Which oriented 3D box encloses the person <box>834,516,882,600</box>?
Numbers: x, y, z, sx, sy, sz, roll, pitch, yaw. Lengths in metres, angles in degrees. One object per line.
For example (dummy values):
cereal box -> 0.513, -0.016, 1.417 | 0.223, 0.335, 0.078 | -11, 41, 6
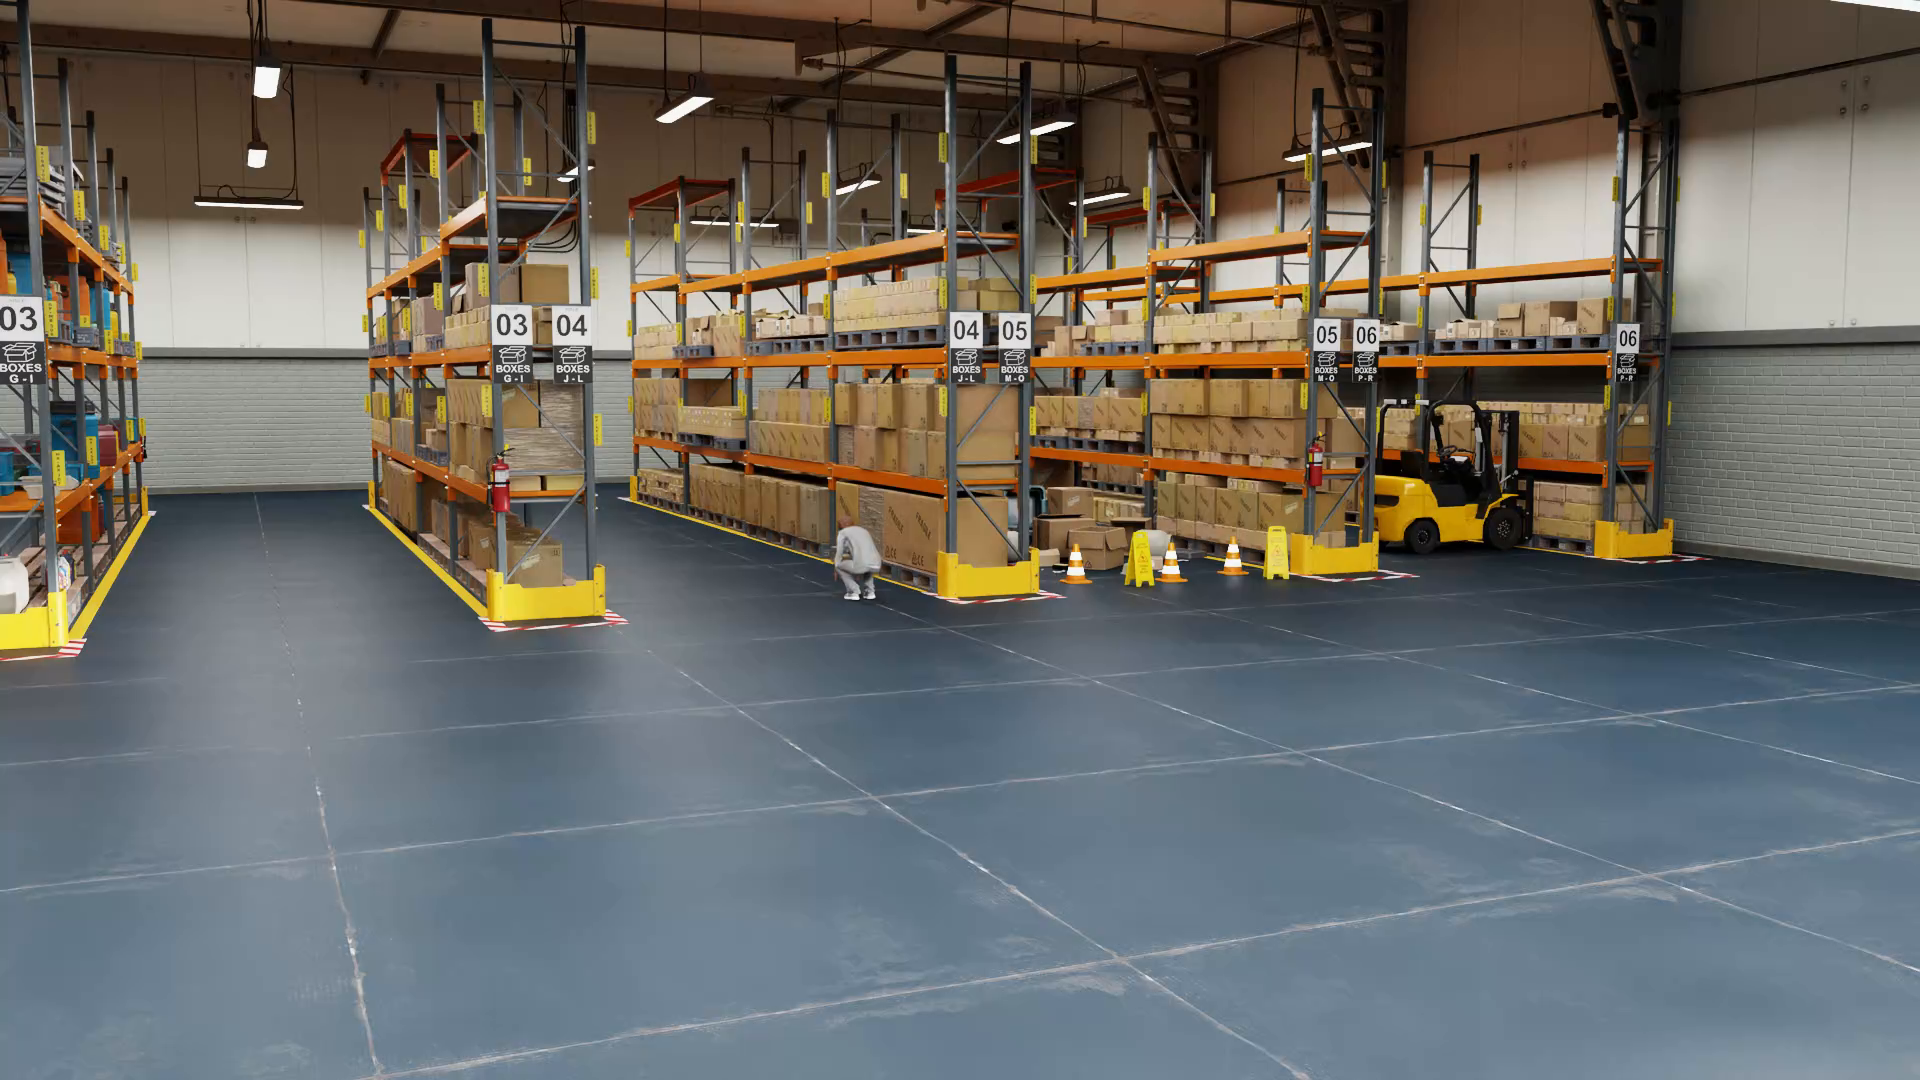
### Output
person -> -1.158, 0.209, 18.676 | 0.424, 0.906, 0.793 | -3, 6, -25
